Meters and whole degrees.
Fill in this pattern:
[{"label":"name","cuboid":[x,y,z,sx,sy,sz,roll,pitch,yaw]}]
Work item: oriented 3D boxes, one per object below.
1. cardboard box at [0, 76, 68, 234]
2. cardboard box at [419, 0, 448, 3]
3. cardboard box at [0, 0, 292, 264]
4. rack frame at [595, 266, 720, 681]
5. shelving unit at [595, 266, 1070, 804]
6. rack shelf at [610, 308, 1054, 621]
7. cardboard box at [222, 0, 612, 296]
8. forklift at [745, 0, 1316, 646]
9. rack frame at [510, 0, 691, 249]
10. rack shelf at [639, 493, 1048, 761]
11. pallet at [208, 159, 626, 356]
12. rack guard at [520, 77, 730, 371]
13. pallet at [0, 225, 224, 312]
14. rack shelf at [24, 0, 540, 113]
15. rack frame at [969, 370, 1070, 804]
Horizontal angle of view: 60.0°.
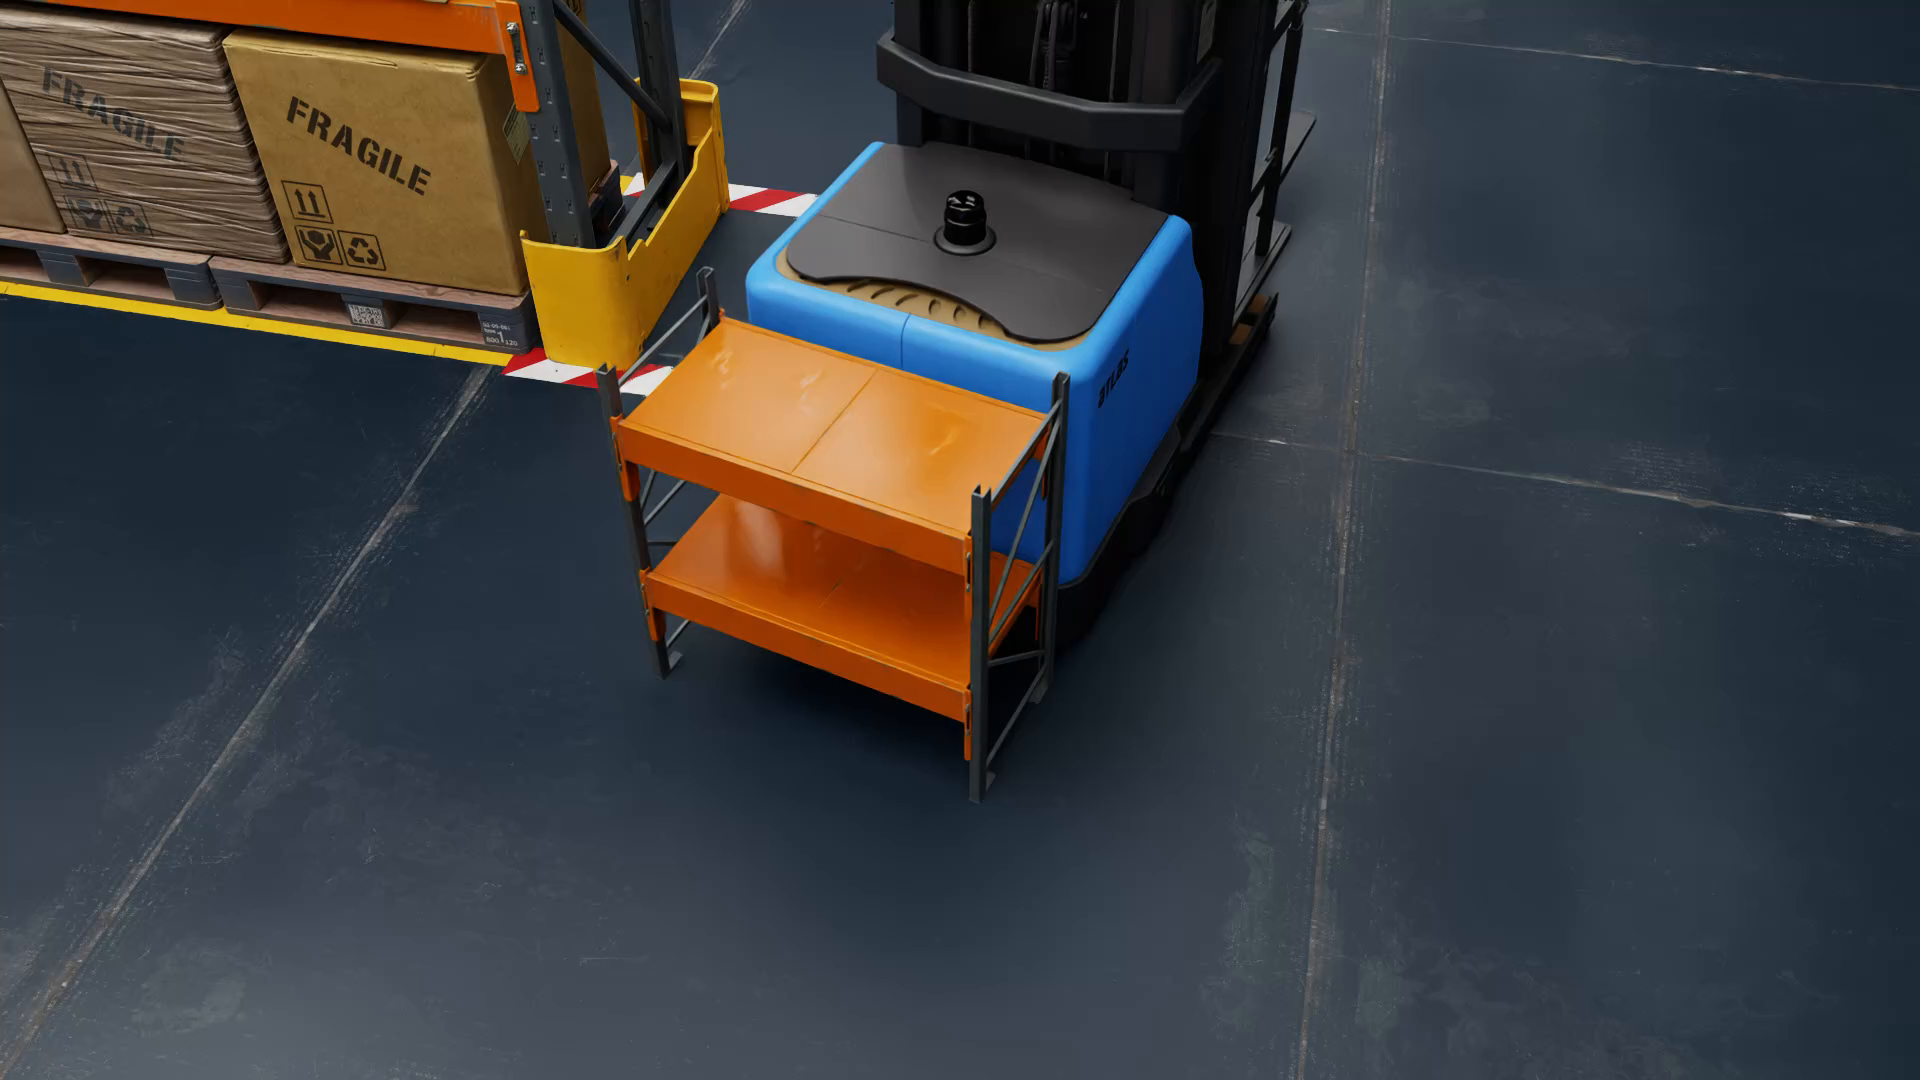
[{"label":"cardboard box","cuboid":[-3.622,-1.795,6.181,0.875,0.875,0.875,9,45,9]},{"label":"cardboard box","cuboid":[-1.643,-1.834,5.174,0.250,0.149,0.380,10,45,10]},{"label":"cardboard box","cuboid":[-2.754,-1.660,6.041,0.875,0.875,0.875,9,45,9]},{"label":"rack frame","cuboid":[-0.768,-0.157,4.602,0.032,1.125,0.500,19,47,18]},{"label":"shelving unit","cuboid":[-0.310,-0.003,4.442,1.048,1.125,0.538,19,47,18]},{"label":"rack shelf","cuboid":[-0.310,-0.214,4.239,1.000,0.278,0.538,19,47,18]},{"label":"cardboard box","cuboid":[-1.866,-1.522,5.898,0.875,0.875,0.875,9,45,9]},{"label":"forklift","cuboid":[0.489,-1.776,4.981,1.130,2.935,3.031,18,47,18]},{"label":"rack frame","cuboid":[-1.224,-2.094,5.262,0.127,3.000,1.000,9,45,9]},{"label":"rack shelf","cuboid":[-0.310,0.173,4.612,1.000,0.278,0.538,19,47,18]},{"label":"pallet","cuboid":[-2.021,-1.157,6.300,1.213,0.211,1.003,9,45,9]},{"label":"rack guard","cuboid":[-1.200,-1.189,6.125,0.348,0.500,1.175,9,45,9]},{"label":"pallet","cuboid":[-3.208,-1.343,6.493,1.213,0.211,1.003,9,45,9]},{"label":"rack shelf","cuboid":[-3.175,-2.137,5.826,4.000,0.370,1.077,9,45,9]},{"label":"rack frame","cuboid":[0.147,0.151,4.282,0.032,1.125,0.500,19,47,18]}]
